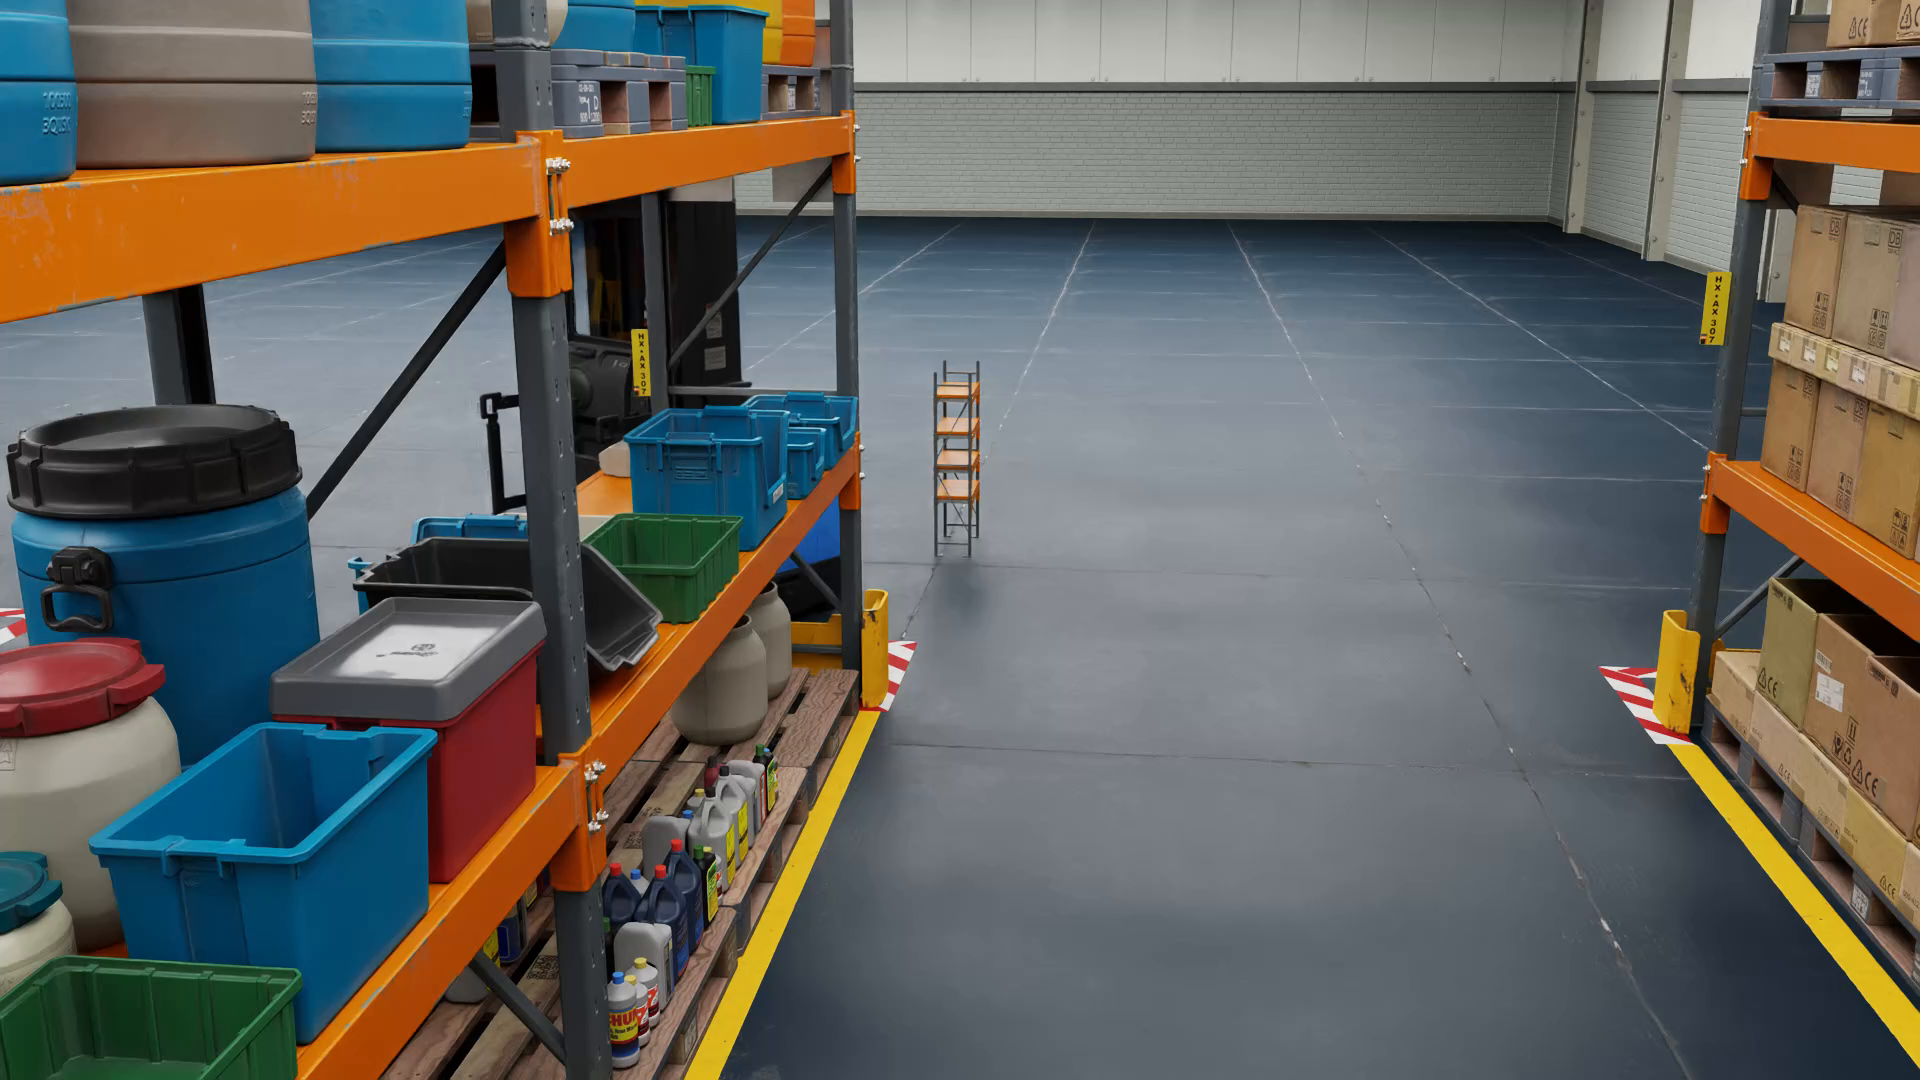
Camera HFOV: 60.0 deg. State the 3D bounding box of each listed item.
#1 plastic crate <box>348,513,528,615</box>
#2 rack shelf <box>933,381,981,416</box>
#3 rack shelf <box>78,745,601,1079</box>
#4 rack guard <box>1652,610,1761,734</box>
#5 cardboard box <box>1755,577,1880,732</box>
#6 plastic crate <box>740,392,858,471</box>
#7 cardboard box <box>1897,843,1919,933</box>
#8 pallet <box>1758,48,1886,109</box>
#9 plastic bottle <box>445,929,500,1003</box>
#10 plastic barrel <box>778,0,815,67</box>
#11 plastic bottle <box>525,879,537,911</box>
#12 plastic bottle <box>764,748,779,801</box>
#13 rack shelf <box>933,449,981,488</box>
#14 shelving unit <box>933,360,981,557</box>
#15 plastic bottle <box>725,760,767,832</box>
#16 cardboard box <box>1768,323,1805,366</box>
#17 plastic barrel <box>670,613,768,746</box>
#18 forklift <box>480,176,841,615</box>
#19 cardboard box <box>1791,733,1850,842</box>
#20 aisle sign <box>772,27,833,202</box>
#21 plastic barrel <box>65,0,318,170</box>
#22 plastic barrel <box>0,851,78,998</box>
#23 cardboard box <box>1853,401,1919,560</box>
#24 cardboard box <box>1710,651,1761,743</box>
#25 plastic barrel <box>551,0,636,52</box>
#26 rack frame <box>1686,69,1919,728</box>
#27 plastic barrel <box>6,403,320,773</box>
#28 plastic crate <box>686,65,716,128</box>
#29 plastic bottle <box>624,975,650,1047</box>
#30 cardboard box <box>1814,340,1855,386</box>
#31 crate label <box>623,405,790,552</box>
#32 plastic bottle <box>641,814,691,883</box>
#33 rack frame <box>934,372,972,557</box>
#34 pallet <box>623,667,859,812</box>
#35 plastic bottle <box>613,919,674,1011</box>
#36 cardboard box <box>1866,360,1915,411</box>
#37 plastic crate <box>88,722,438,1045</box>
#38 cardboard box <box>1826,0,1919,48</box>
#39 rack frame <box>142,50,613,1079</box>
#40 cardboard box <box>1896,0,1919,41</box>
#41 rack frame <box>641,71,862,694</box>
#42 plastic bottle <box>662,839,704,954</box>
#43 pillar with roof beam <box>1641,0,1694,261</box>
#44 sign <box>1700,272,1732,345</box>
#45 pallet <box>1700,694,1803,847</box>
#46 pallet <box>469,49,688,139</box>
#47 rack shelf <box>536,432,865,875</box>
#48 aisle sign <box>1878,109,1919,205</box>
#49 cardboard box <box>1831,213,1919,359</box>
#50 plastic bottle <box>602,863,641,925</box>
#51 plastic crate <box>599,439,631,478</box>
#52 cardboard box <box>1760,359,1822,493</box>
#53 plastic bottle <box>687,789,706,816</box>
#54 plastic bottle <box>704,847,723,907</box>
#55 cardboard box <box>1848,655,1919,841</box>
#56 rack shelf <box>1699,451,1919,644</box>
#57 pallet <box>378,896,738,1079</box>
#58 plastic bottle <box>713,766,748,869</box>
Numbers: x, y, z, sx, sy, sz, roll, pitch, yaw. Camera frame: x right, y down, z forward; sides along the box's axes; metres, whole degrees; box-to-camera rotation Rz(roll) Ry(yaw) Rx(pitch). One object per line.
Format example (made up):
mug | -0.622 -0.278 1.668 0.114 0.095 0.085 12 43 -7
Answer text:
plastic crate | -1.588 0.106 5.310 0.499 0.251 0.616 2 15 6
rack shelf | -0.019 -0.916 10.744 0.258 0.148 0.480 2 15 6
rack shelf | -1.668 1.195 2.375 1.077 0.370 4.000 2 15 6
rack guard | 3.933 0.639 7.842 1.175 0.500 0.348 2 15 6
cardboard box | 3.594 0.463 6.729 0.500 0.500 0.500 2 15 6
plastic crate | -0.750 -0.498 7.543 0.499 0.251 0.616 2 15 6
cardboard box | 3.422 1.214 5.389 0.500 0.250 0.500 2 15 6
pallet | 3.825 -1.784 6.438 1.003 0.211 1.213 2 15 6
plastic bottle | -1.513 1.224 5.121 0.144 0.351 0.185 2 15 6
plastic barrel | -0.920 -2.437 7.054 0.600 0.830 0.708 2 15 6
plastic bottle | -1.493 1.115 5.653 0.061 0.283 0.133 2 15 6
plastic bottle | -0.763 0.919 6.535 0.097 0.201 0.097 0 15 0
rack shelf | -0.019 -0.471 10.864 0.258 0.148 0.480 2 15 6
shelving unit | -0.019 -0.536 10.847 0.258 1.200 0.503 2 15 6
plastic bottle | -0.819 0.948 6.286 0.152 0.276 0.135 2 15 7
cardboard box | 3.672 -0.828 7.042 0.380 0.149 0.250 2 15 6
plastic barrel | -1.046 0.593 7.186 0.421 0.512 0.421 0 15 0
forklift | -1.945 -0.848 8.685 1.130 2.935 3.031 13 20 39
cardboard box | 3.539 0.955 6.347 0.500 0.250 0.500 2 15 6
aisle sign | -0.688 -1.973 7.733 0.394 0.787 0.004 2 15 6
plastic barrel | -1.358 -1.053 2.604 0.600 0.901 0.600 0 15 0
plastic barrel | -1.744 0.734 2.965 0.301 0.262 0.301 0 15 0
cardboard box | 3.748 -0.224 6.054 0.700 0.500 0.500 2 15 7
cardboard box | 3.648 0.695 7.307 0.500 0.250 0.500 2 15 6
plastic barrel | -1.224 -1.819 4.631 0.600 0.901 0.708 2 15 6
rack frame | 3.930 -0.562 7.493 1.000 3.000 0.127 2 15 6
plastic barrel | -1.787 0.178 3.796 0.600 0.901 0.708 2 15 6
plastic crate | -0.994 -1.418 5.319 0.336 0.188 0.450 2 15 6
plastic bottle | -0.960 1.371 4.863 0.097 0.201 0.097 0 15 0
cardboard box | 3.615 -0.694 6.550 0.380 0.149 0.250 2 15 6
crate label | -0.930 -0.240 6.237 0.502 0.435 0.616 2 15 6
plastic bottle | -1.020 1.077 5.807 0.152 0.276 0.135 2 15 6
rack frame | -0.046 -0.473 10.613 0.240 1.200 0.015 2 15 6
pallet | -1.050 0.869 7.543 1.003 0.211 1.213 2 15 6
plastic bottle | -0.962 1.277 5.069 0.152 0.276 0.135 2 15 8
cardboard box | 3.557 -0.560 6.052 0.380 0.149 0.250 1 15 4
plastic crate | -1.258 0.632 3.110 0.392 0.384 0.575 2 15 6
cardboard box | 3.861 -2.181 6.464 0.797 0.503 0.637 3 15 10
rack frame | -1.443 0.329 4.199 1.000 3.000 0.127 2 15 6
cardboard box | 3.471 -1.906 5.452 0.500 0.500 0.500 2 15 6
rack frame | -0.991 -0.709 8.036 1.000 3.000 0.127 2 15 6
plastic bottle | -0.918 1.149 5.398 0.144 0.351 0.185 1 15 4
pillar with roof beam | 8.064 -9.457 28.897 9.100 9.000 0.400 2 15 6
sign | 3.379 -1.036 7.436 0.100 0.325 0.005 2 15 6
pallet | 3.885 0.984 7.119 1.003 0.211 1.213 2 15 6
pallet | -1.458 -1.218 4.535 1.213 0.211 1.003 2 15 6
rack shelf | -1.217 0.157 6.212 1.077 0.370 4.000 2 15 6
aisle sign | 4.229 -1.825 7.185 0.394 0.787 0.004 2 15 6
cardboard box | 3.805 -0.965 6.308 0.700 0.500 0.500 1 15 5
plastic bottle | -1.082 1.194 5.232 0.144 0.351 0.185 2 15 6
plastic crate | -1.412 -0.359 7.247 0.298 0.136 0.250 2 15 6
cardboard box | 3.865 -0.489 7.034 0.700 0.500 0.500 2 15 6
plastic bottle | -0.960 1.021 6.158 0.097 0.201 0.097 0 15 0
plastic bottle | -0.863 1.148 5.686 0.097 0.201 0.097 0 15 0
cardboard box | 3.477 0.722 5.771 0.500 0.500 0.500 2 15 6
rack shelf | 3.704 0.304 5.669 1.077 0.370 4.000 2 15 6
pallet | -1.325 1.502 5.203 1.003 0.211 1.213 2 15 6
plastic bottle | -0.849 0.991 5.984 0.144 0.351 0.185 2 15 9
